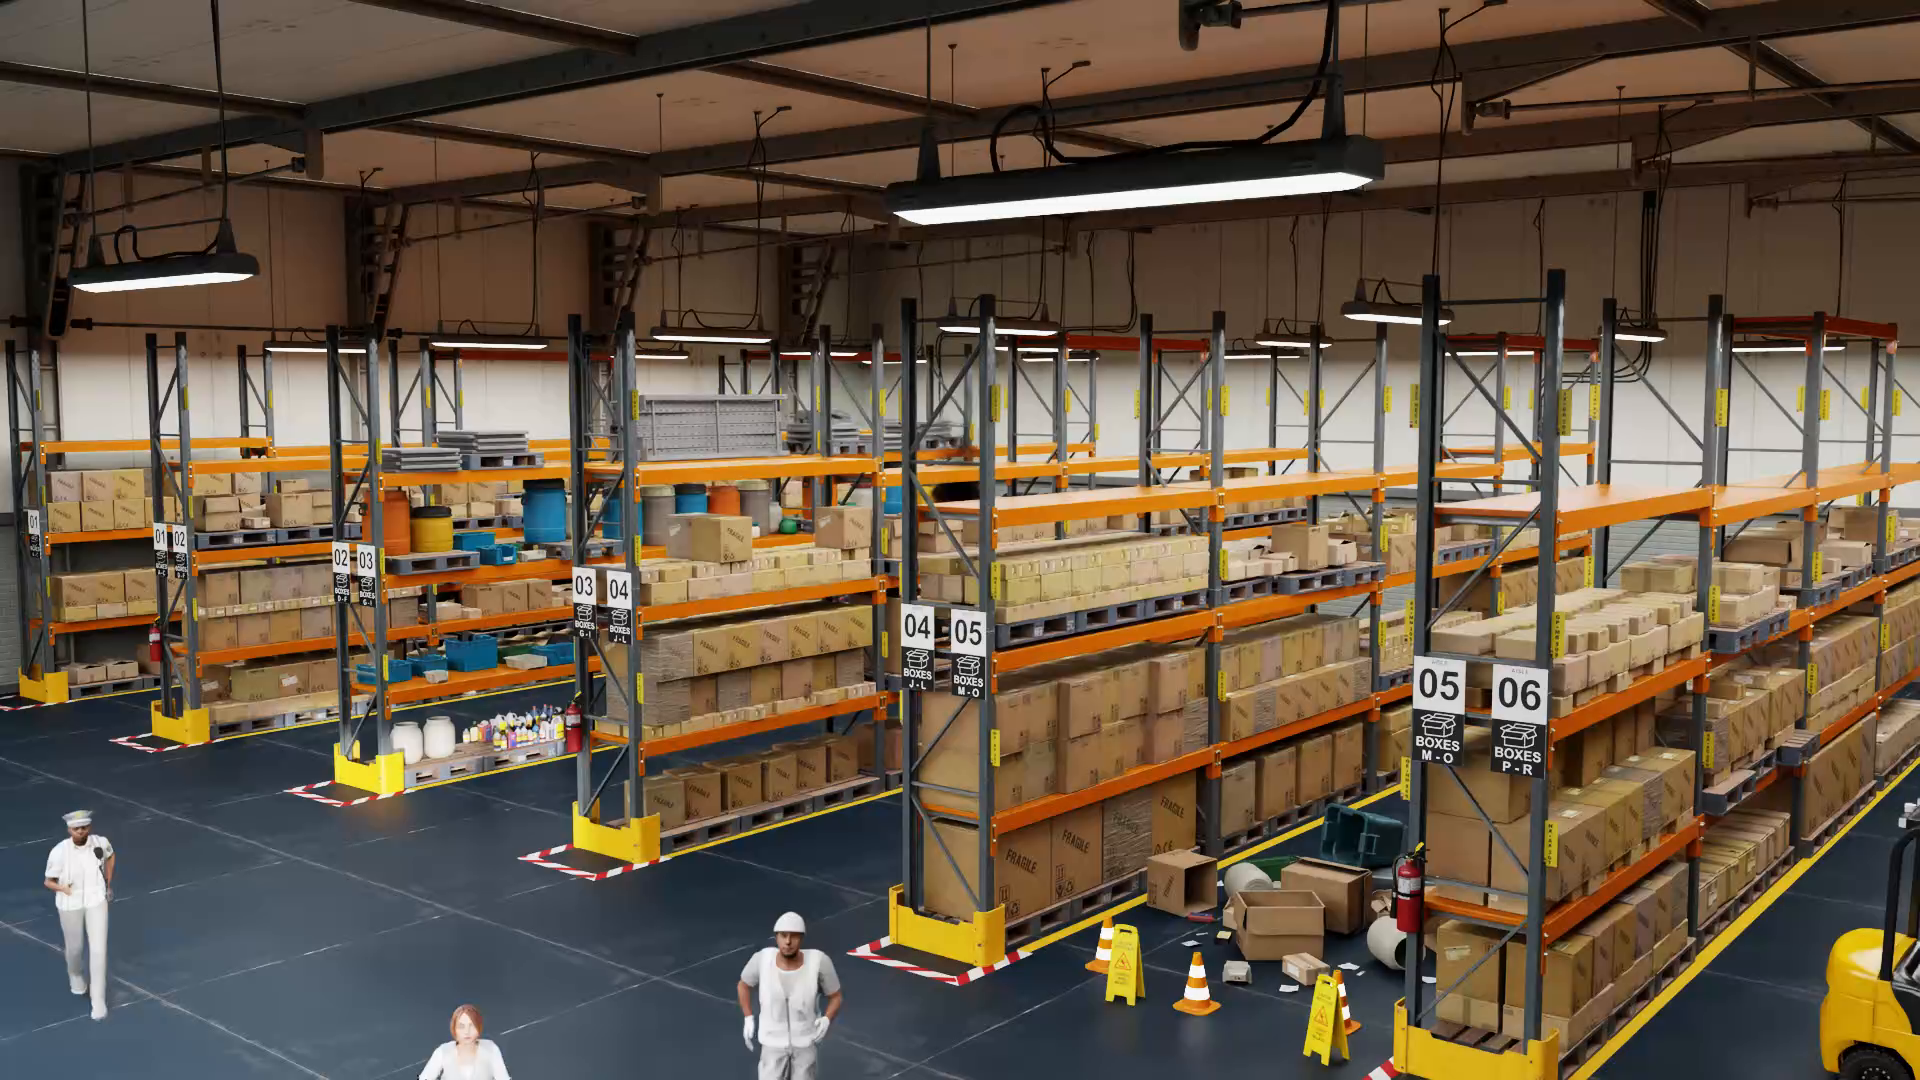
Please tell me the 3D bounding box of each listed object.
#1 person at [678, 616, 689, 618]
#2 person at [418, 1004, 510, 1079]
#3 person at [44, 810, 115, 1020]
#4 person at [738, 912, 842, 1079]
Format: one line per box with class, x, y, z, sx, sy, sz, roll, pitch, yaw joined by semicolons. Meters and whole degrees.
person;-4.832;1.757;28.531;0.672;1.683;0.577;3;6;32
person;-2.903;3.512;9.793;0.530;1.558;0.537;-2;6;-21
person;-7.356;3.076;13.935;0.543;1.724;0.869;-3;6;-30
person;-1.109;3.306;10.901;0.686;1.744;0.599;-1;5;-7
